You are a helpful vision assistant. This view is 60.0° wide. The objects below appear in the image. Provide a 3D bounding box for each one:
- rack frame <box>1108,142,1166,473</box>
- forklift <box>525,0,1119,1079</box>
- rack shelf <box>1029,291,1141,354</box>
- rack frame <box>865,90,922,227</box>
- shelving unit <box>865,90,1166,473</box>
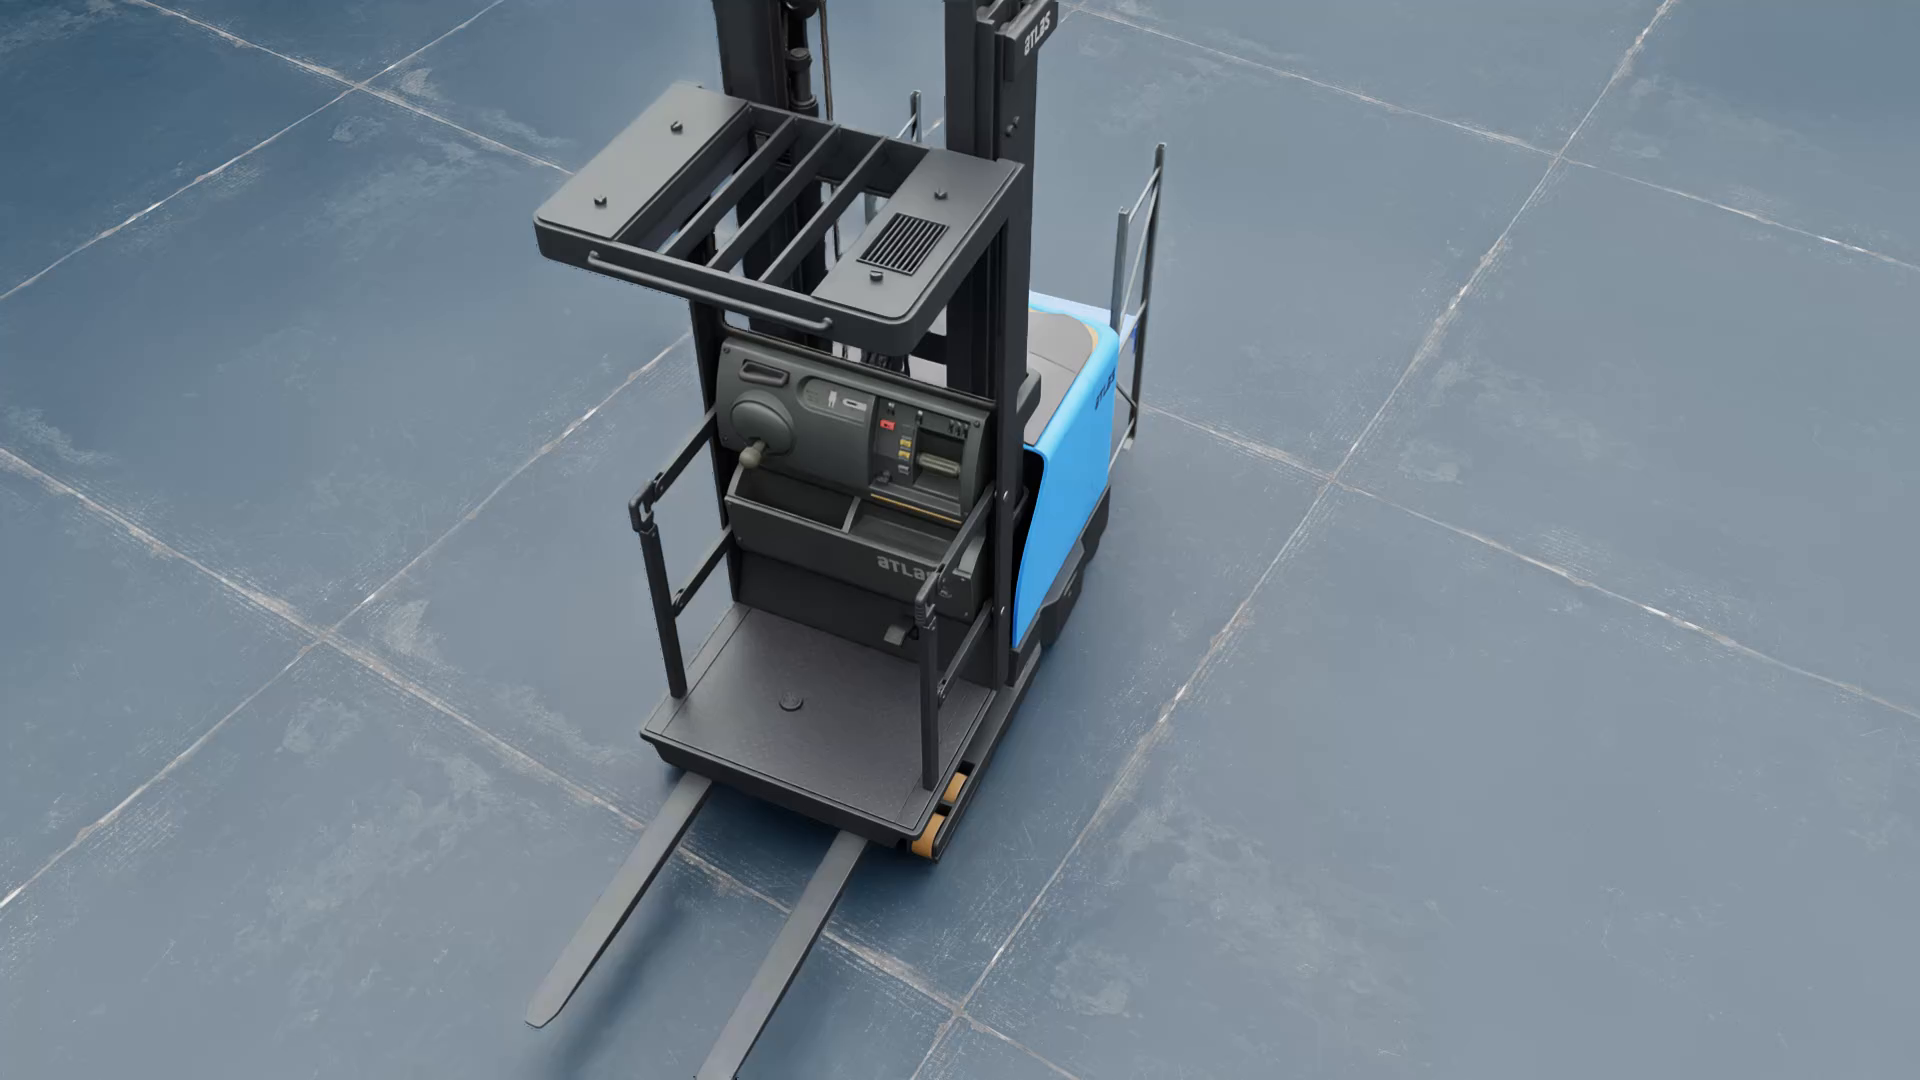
[{"bbox_3d":[0.682,-0.830,6.732,0.032,1.500,0.500,16,48,15],"label":"rack frame"},{"bbox_3d":[-0.444,-0.256,5.177,1.130,2.935,3.031,18,48,16],"label":"forklift"},{"bbox_3d":[0.210,-0.840,6.993,1.000,0.185,0.538,16,48,15],"label":"rack shelf"},{"bbox_3d":[-0.262,-1.101,6.996,0.032,1.500,0.500,16,48,15],"label":"rack frame"},{"bbox_3d":[0.210,-0.965,6.864,1.048,1.500,0.538,16,48,15],"label":"shelving unit"}]
